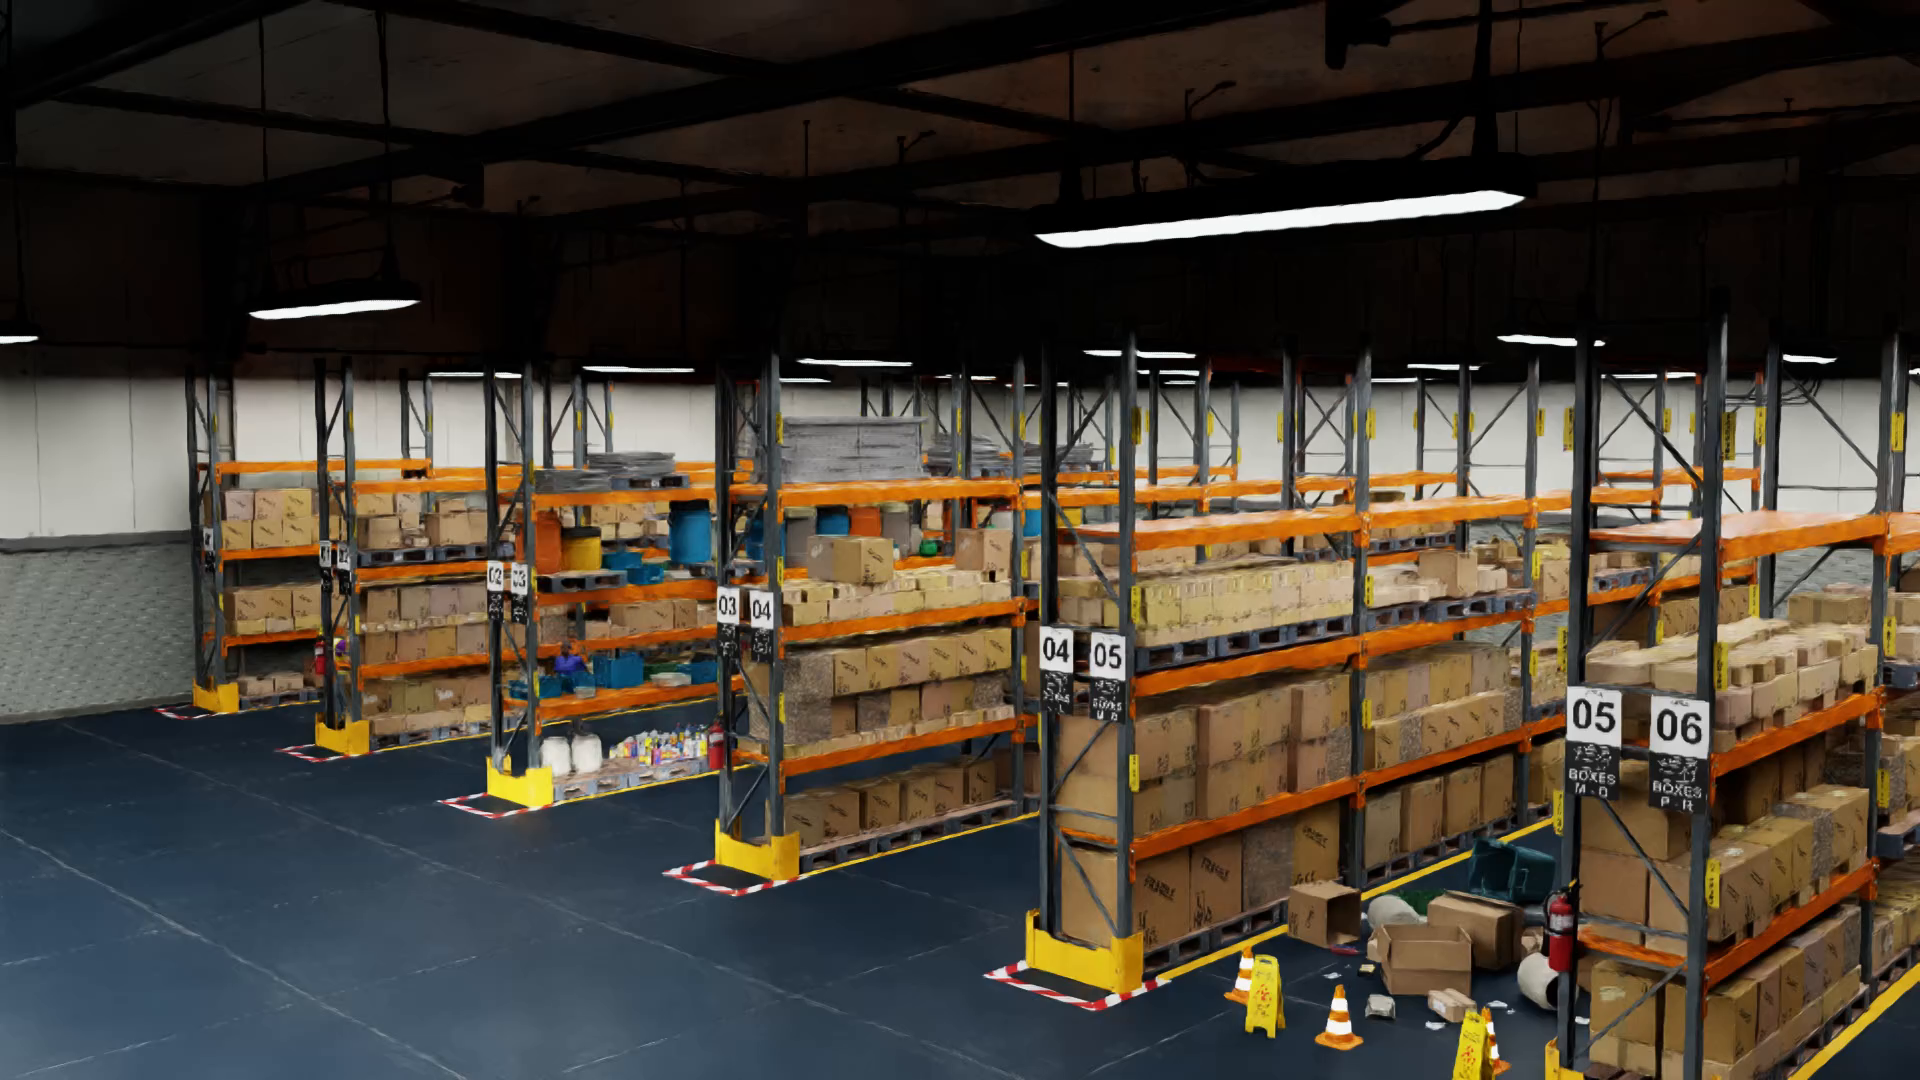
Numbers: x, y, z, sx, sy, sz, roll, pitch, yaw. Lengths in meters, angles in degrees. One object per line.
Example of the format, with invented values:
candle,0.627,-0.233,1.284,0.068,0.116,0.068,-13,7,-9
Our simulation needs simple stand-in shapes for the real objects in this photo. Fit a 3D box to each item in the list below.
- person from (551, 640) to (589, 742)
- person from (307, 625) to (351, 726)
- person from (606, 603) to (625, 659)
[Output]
person,-6.112,2.348,26.287,0.617,1.590,0.812,2,5,25
person,-10.358,2.201,27.501,0.696,1.697,0.823,2,5,26
person,-6.449,1.969,31.165,0.405,1.600,0.468,1,4,12
